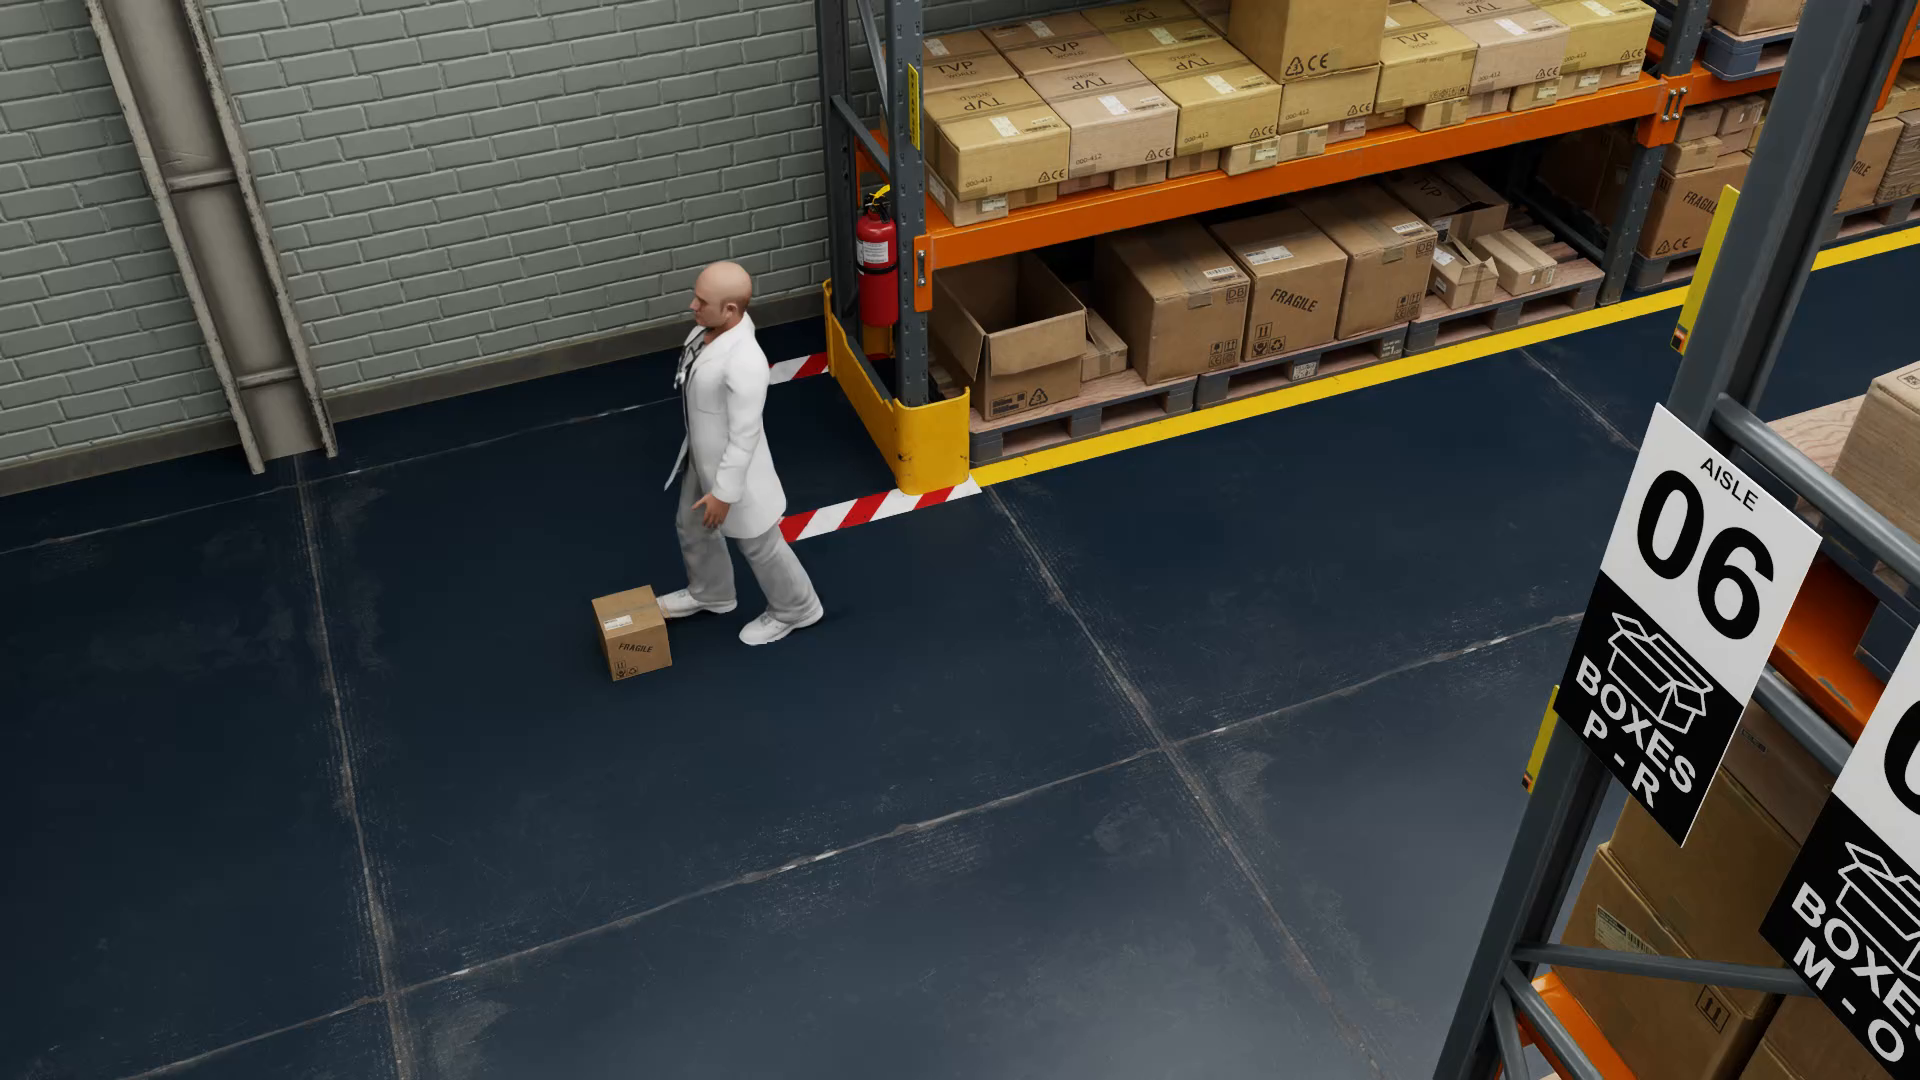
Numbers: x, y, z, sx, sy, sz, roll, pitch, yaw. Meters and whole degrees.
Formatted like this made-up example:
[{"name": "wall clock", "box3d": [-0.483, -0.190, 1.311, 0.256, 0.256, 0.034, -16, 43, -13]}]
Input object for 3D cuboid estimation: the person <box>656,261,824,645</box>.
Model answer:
[{"name": "person", "box3d": [-0.934, -0.288, 6.536, 0.688, 1.759, 0.569, -15, 43, -16]}]
